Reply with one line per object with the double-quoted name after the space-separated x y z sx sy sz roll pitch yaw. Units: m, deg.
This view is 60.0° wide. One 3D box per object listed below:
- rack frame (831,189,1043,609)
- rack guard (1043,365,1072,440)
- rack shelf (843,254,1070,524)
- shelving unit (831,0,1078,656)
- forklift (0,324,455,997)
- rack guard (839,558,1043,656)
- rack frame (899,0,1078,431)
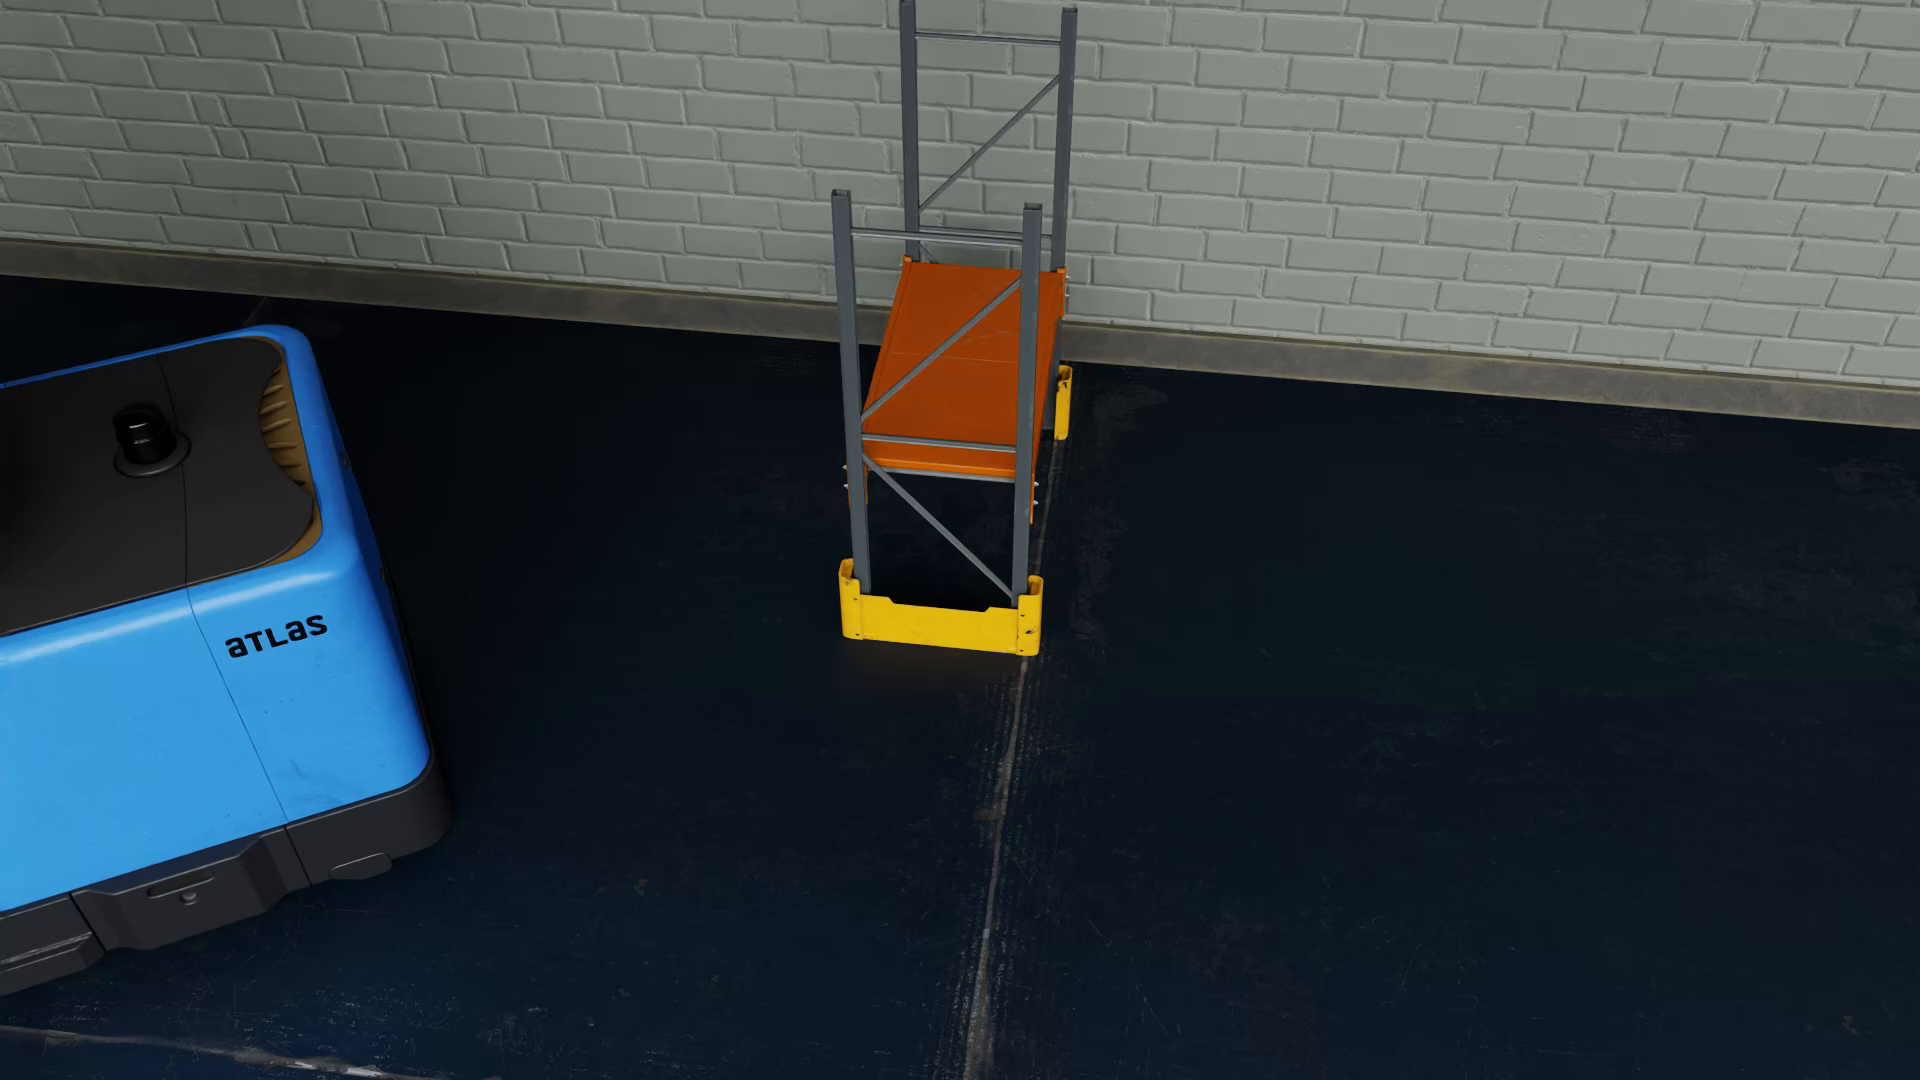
-0.056 -0.256 4.430 0.500 1.500 0.032 5 44 6 "rack frame"
0.076 -0.482 5.577 0.587 0.250 0.087 5 44 6 "rack guard"
0.011 -0.472 4.919 0.538 0.185 1.000 5 44 6 "rack shelf"
0.010 -0.597 4.789 0.587 1.500 1.083 5 44 6 "shelving unit"
-2.896 -0.158 3.285 3.031 2.935 1.130 -16 46 -17 "forklift"
-0.056 0.197 4.860 0.587 0.250 0.087 5 44 6 "rack guard"
0.078 -0.949 5.162 0.500 1.500 0.032 5 44 6 "rack frame"
